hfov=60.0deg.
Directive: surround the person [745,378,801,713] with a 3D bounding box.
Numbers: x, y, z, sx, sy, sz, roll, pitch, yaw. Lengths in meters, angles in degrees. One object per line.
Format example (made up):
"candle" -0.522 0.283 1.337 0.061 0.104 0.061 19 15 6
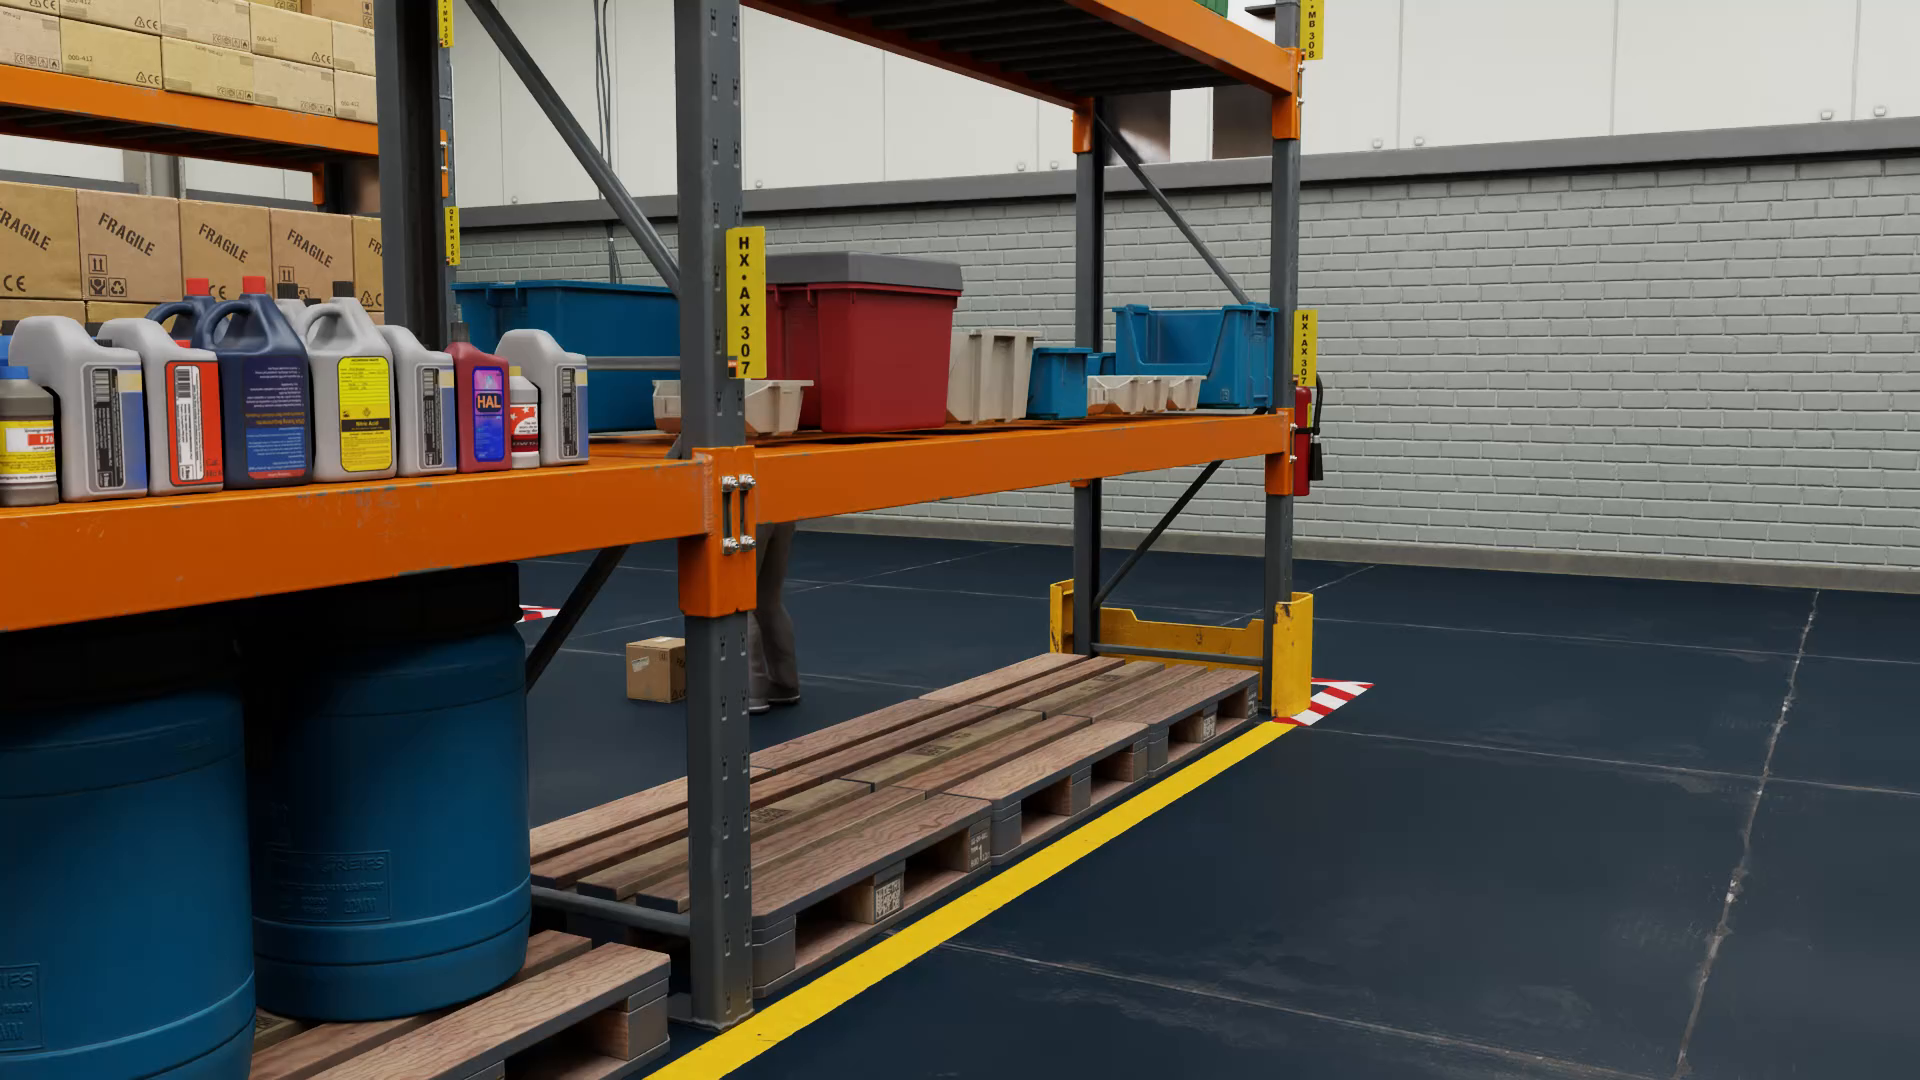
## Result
"person" -0.914 -0.073 7.283 0.338 1.652 0.441 3 7 30
